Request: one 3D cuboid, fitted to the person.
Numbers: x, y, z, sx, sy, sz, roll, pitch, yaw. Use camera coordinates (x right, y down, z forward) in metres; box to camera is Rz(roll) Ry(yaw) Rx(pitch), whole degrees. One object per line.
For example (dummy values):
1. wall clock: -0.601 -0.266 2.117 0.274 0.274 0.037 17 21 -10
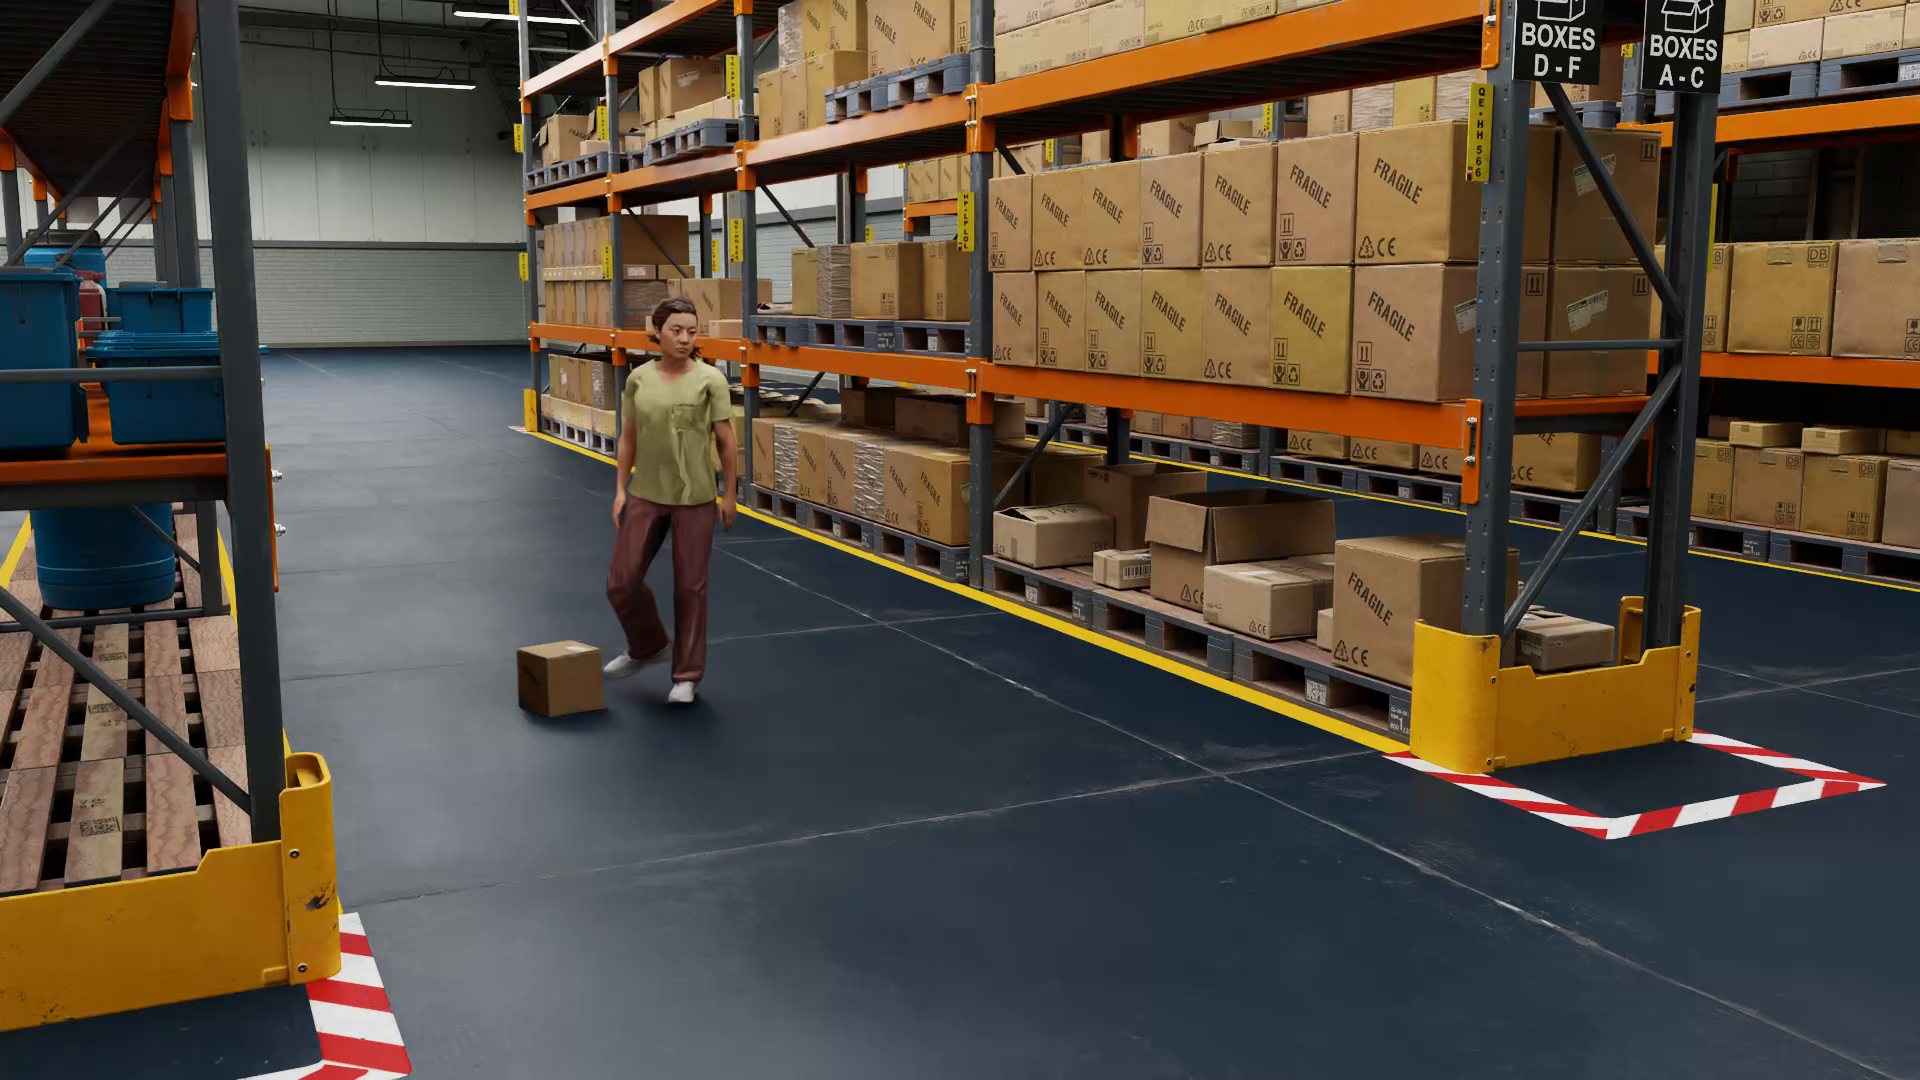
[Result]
1. person: -1.218 -0.166 6.833 0.625 1.667 0.436 1 9 7
